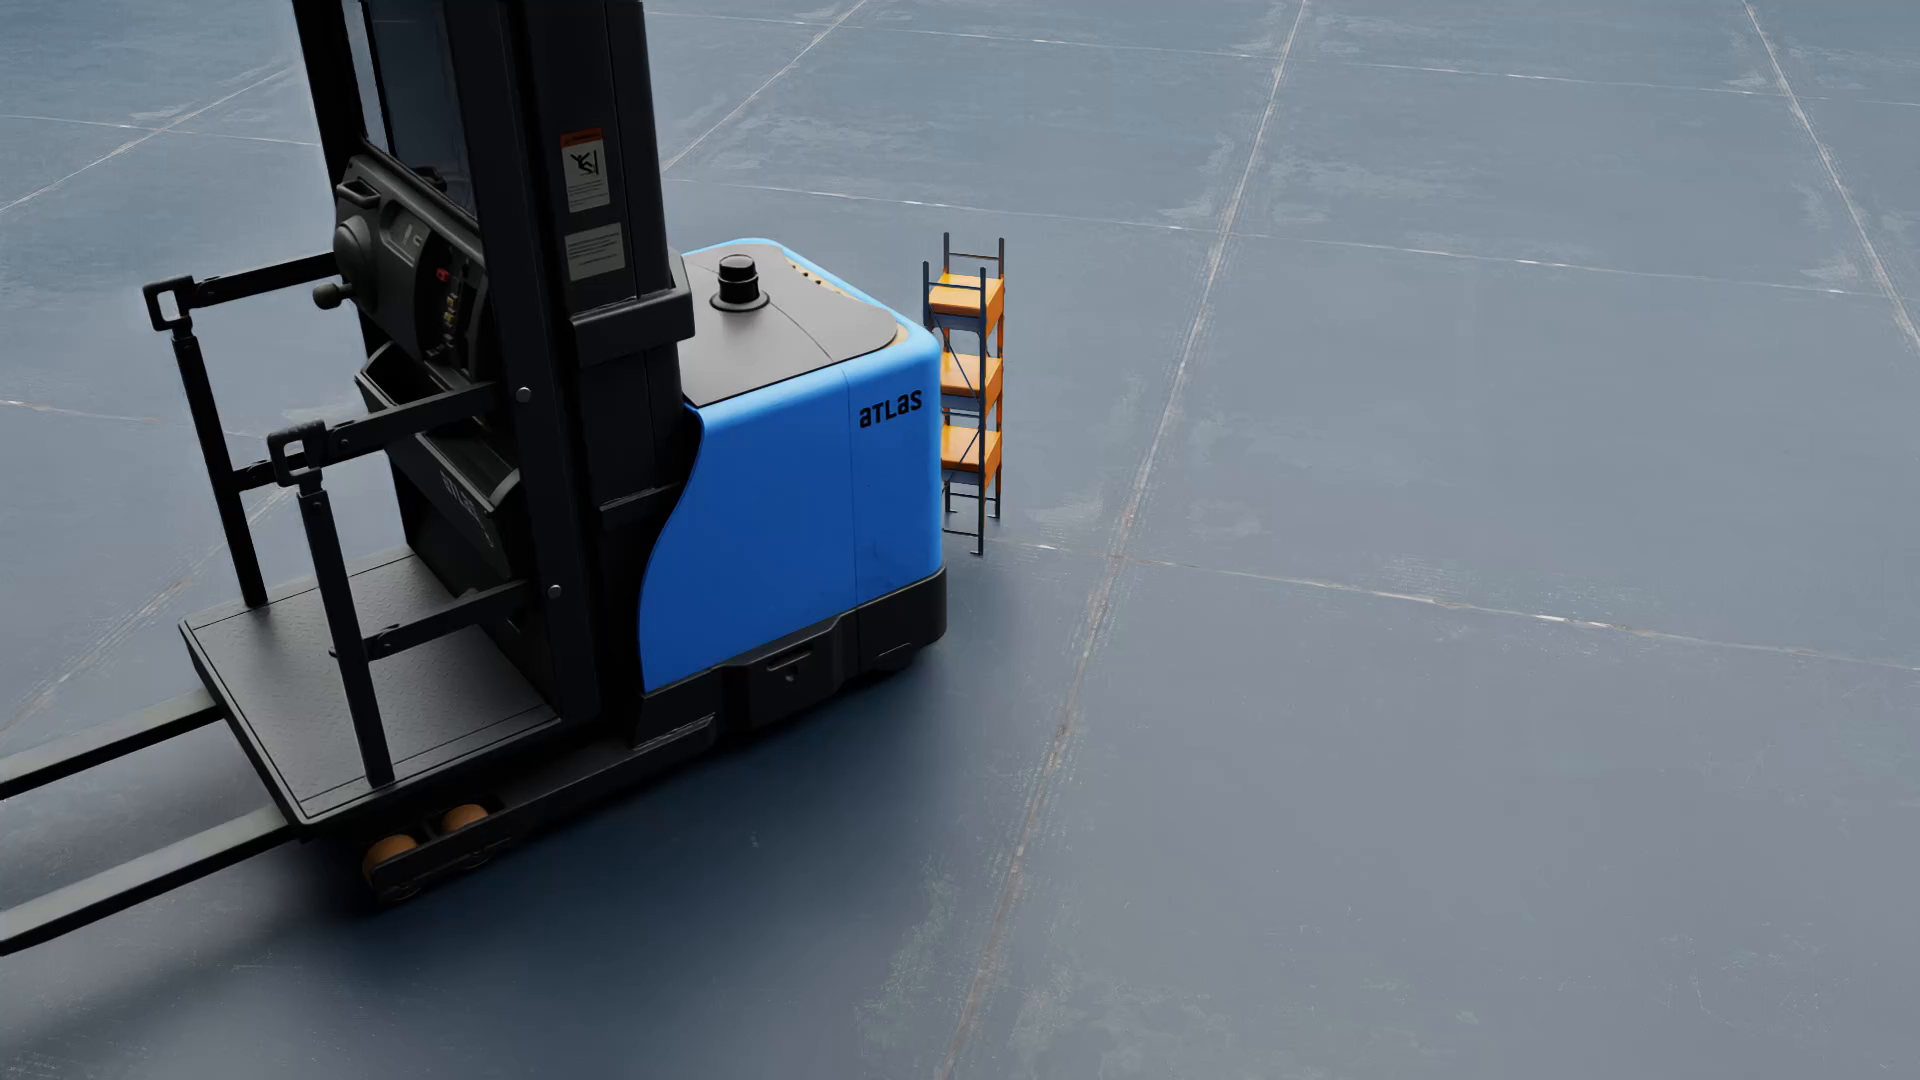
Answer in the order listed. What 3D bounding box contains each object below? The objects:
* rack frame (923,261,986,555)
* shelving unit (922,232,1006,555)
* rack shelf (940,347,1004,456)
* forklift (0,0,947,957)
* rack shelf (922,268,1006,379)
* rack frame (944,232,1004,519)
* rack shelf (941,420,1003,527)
[{"bbox_3d":[-0.017,-0.408,5.412,0.200,1.050,0.008,8,33,12],"label":"rack frame"},{"bbox_3d":[0.014,-0.471,5.512,0.215,1.050,0.252,8,33,12],"label":"shelving unit"},{"bbox_3d":[0.014,-0.462,5.518,0.215,0.259,0.240,8,33,12],"label":"rack shelf"},{"bbox_3d":[-1.524,-0.630,4.010,3.031,2.935,1.130,-22,39,-30],"label":"forklift"},{"bbox_3d":[0.014,-0.701,5.365,0.215,0.259,0.240,8,33,12],"label":"rack shelf"},{"bbox_3d":[0.045,-0.534,5.612,0.200,1.050,0.008,8,33,12],"label":"rack frame"},{"bbox_3d":[0.014,-0.227,5.667,0.215,0.259,0.240,8,33,12],"label":"rack shelf"}]
